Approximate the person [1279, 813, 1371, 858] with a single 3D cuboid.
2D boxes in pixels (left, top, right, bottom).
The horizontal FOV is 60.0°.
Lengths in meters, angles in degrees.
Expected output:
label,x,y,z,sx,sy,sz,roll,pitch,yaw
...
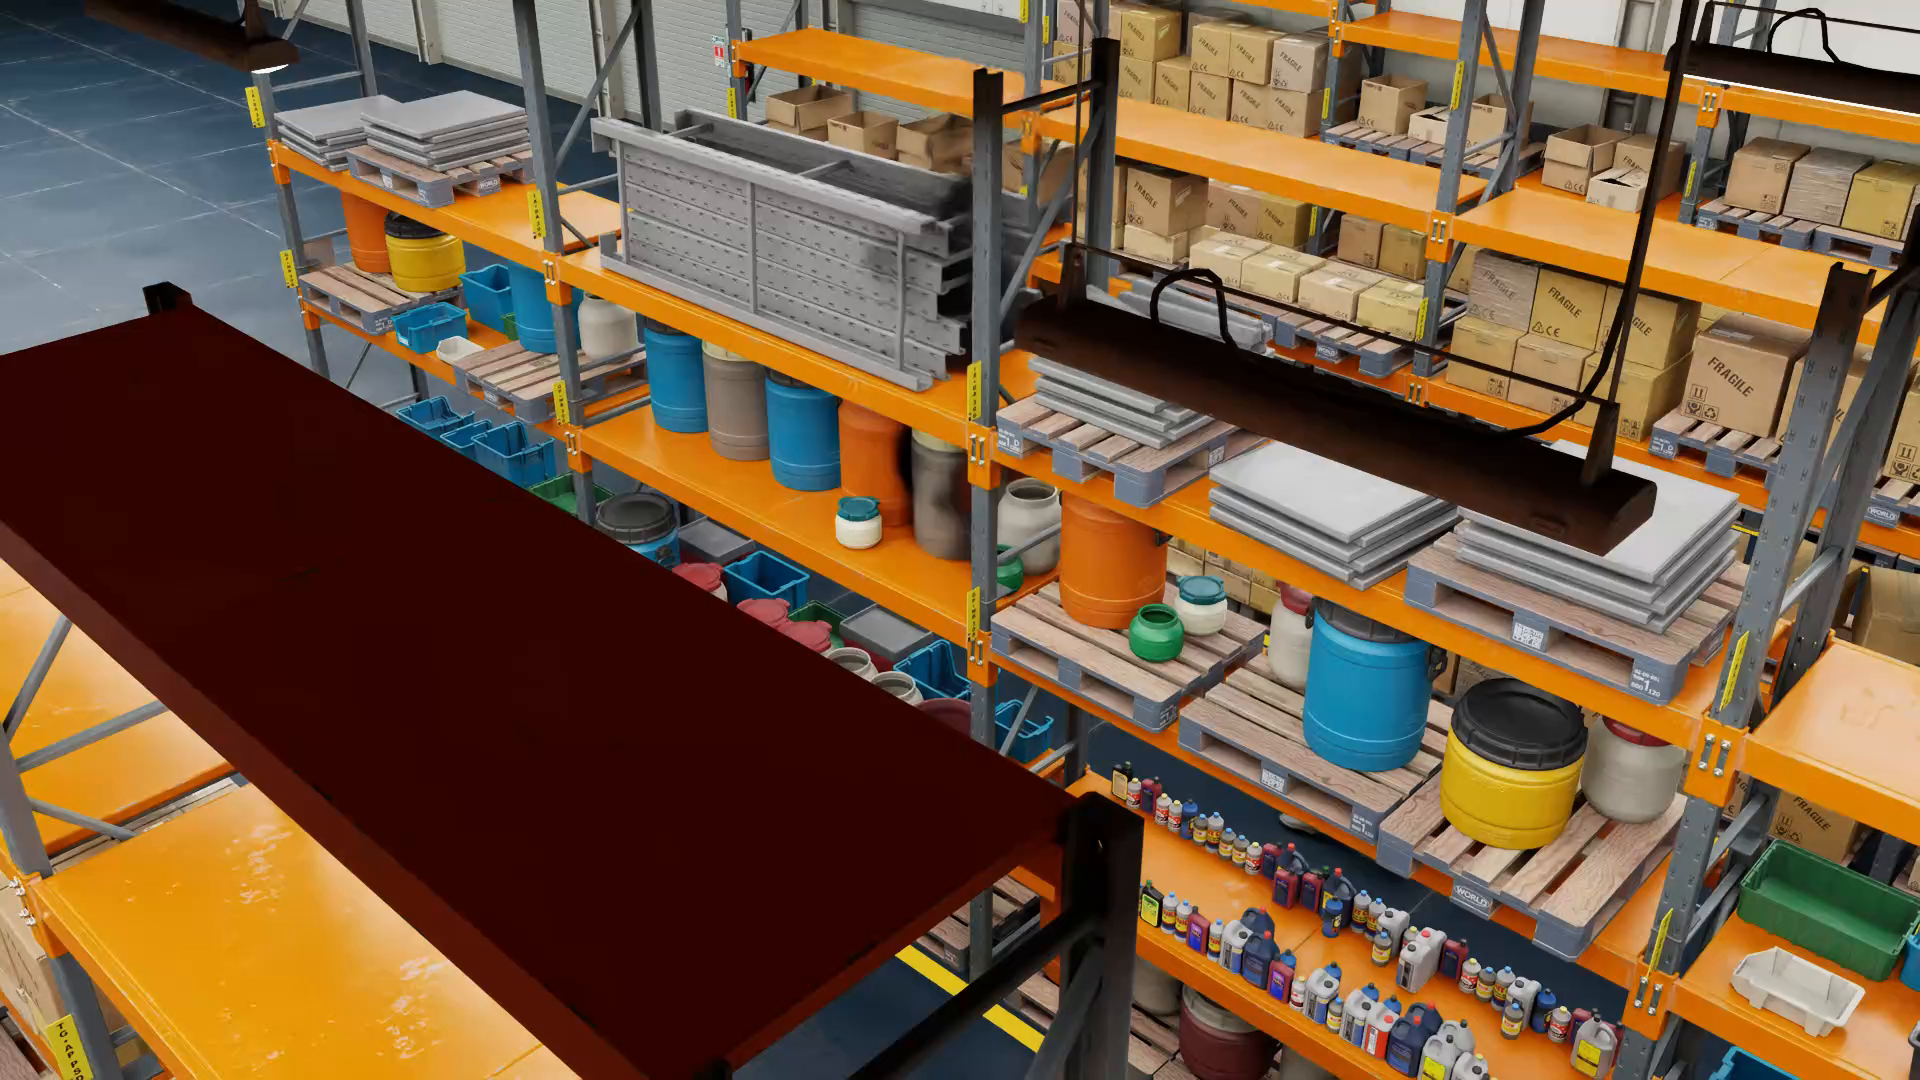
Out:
label,x,y,z,sx,sy,sz,roll,pitch,yaw
person,2.757,1.484,11.823,0.907,1.743,0.714,18,34,29
